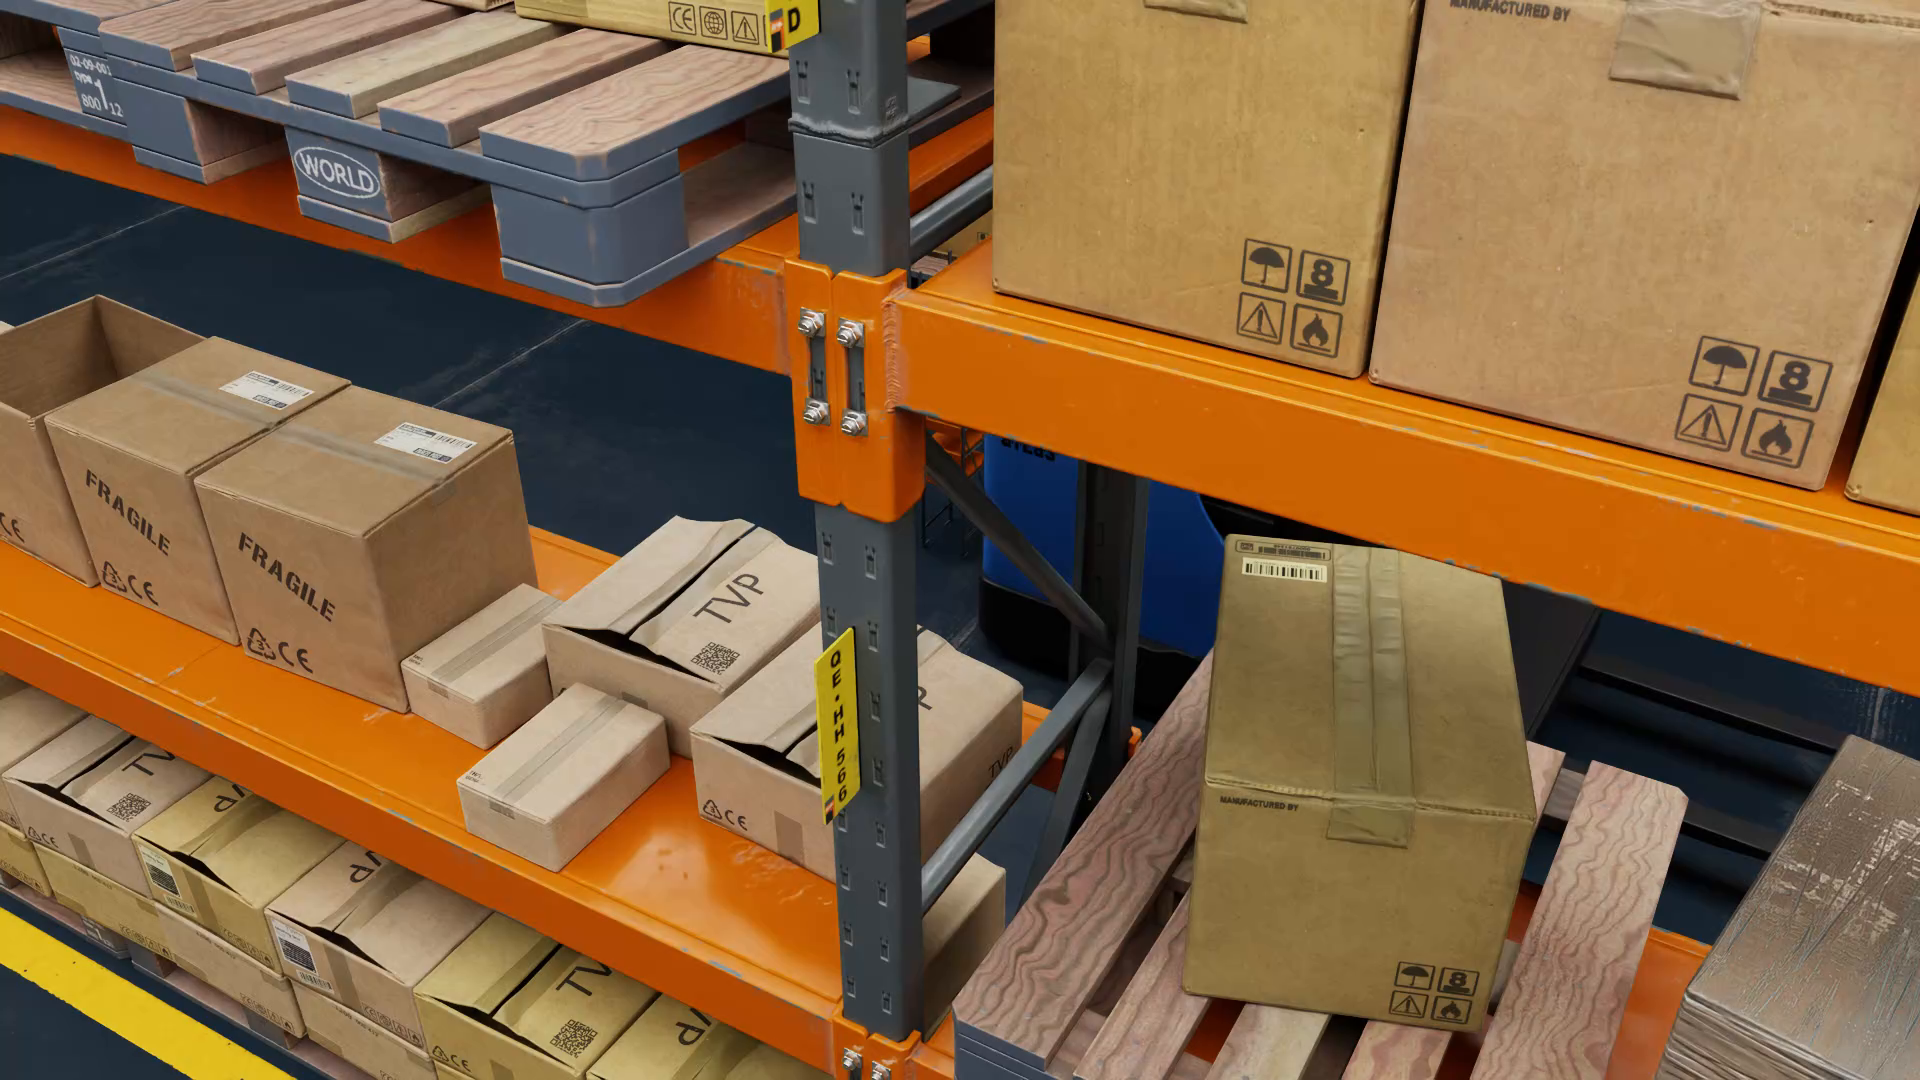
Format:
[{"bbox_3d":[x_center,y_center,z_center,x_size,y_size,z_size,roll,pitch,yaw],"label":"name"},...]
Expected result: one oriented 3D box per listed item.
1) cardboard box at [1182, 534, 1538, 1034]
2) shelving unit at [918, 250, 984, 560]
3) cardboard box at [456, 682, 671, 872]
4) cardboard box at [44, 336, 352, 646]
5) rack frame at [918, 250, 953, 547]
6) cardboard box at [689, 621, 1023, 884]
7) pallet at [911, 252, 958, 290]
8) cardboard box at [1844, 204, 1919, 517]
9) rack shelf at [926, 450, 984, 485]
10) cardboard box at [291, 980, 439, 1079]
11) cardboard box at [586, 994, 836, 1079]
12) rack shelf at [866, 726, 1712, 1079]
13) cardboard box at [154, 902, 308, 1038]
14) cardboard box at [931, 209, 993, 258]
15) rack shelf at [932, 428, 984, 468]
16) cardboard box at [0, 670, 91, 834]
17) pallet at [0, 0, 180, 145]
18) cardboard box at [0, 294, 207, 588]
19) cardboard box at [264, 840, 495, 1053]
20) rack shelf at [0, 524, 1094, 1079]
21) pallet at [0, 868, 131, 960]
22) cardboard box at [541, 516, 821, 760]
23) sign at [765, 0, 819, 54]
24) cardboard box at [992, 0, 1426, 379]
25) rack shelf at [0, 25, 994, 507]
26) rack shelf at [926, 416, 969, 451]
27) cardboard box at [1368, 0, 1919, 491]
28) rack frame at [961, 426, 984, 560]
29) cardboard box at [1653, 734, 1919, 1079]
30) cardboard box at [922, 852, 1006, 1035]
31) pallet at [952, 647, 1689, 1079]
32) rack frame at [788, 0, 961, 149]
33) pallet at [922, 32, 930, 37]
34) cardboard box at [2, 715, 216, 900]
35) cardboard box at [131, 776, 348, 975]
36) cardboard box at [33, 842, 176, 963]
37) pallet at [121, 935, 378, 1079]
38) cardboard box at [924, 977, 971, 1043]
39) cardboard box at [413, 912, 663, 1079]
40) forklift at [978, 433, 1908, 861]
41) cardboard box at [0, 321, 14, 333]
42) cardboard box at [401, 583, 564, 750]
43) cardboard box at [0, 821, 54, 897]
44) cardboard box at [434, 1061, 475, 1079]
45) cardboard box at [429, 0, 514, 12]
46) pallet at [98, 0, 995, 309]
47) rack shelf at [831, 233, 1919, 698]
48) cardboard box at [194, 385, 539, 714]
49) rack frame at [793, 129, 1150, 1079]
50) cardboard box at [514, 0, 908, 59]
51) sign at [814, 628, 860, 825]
[{"bbox_3d":[0.687,0.407,2.963,0.500,0.500,0.700,6,34,9],"label":"cardboard box"},{"bbox_3d":[-0.013,-0.503,6.423,0.189,1.200,0.258,18,37,24],"label":"shelving unit"},{"bbox_3d":[-0.833,0.495,3.527,0.250,0.149,0.380,18,37,24],"label":"cardboard box"},{"bbox_3d":[-1.837,-0.135,4.157,0.500,0.500,0.500,18,38,24],"label":"cardboard box"},{"bbox_3d":[-0.092,-0.529,6.461,0.006,1.200,0.240,18,37,24],"label":"rack frame"},{"bbox_3d":[-0.209,0.421,3.492,0.500,0.311,0.500,20,39,27],"label":"cardboard box"},{"bbox_3d":[-0.257,-1.606,8.972,1.213,0.211,1.003,18,37,24],"label":"pallet"},{"bbox_3d":[1.375,-0.399,1.846,0.500,0.500,0.910,18,37,24],"label":"cardboard box"},{"bbox_3d":[-0.013,-0.267,6.581,0.180,0.103,0.258,18,37,24],"label":"rack shelf"},{"bbox_3d":[-1.377,1.167,4.393,0.500,0.250,0.500,18,38,25],"label":"cardboard box"},{"bbox_3d":[-0.492,1.215,3.815,0.500,0.311,0.500,19,38,26],"label":"cardboard box"},{"bbox_3d":[1.821,1.354,2.659,4.000,0.370,1.077,18,37,24],"label":"rack shelf"},{"bbox_3d":[-1.825,1.027,4.603,0.500,0.250,0.500,18,38,25],"label":"cardboard box"},{"bbox_3d":[0.187,-1.811,8.621,0.500,0.500,0.700,17,37,23],"label":"cardboard box"},{"bbox_3d":[-0.013,-0.367,6.515,0.180,0.103,0.258,18,37,24],"label":"rack shelf"},{"bbox_3d":[-2.721,0.515,4.867,0.500,0.311,0.500,17,37,24],"label":"cardboard box"},{"bbox_3d":[-1.521,-1.115,3.182,1.213,0.211,1.003,19,38,27],"label":"pallet"},{"bbox_3d":[-2.272,-0.273,4.364,0.500,0.500,0.500,20,39,28],"label":"cardboard box"},{"bbox_3d":[-1.383,0.935,4.235,0.500,0.311,0.500,17,37,24],"label":"cardboard box"},{"bbox_3d":[-1.652,0.254,4.311,4.000,0.370,1.077,18,37,24],"label":"rack shelf"},{"bbox_3d":[-2.729,0.749,5.435,1.213,0.211,1.003,18,37,24],"label":"pallet"},{"bbox_3d":[-0.596,0.203,3.820,0.500,0.311,0.500,17,37,24],"label":"cardboard box"},{"bbox_3d":[-0.198,-0.727,1.892,0.005,0.325,0.100,18,37,24],"label":"sign"},{"bbox_3d":[0.480,-0.682,2.271,0.500,0.500,0.910,18,37,24],"label":"cardboard box"},{"bbox_3d":[-1.652,-0.995,3.480,4.000,0.370,1.077,18,37,24],"label":"rack shelf"},{"bbox_3d":[-0.013,-0.466,6.448,0.180,0.103,0.258,18,37,24],"label":"rack shelf"},{"bbox_3d":[0.923,-0.542,2.060,0.500,0.500,0.910,18,37,24],"label":"cardboard box"},{"bbox_3d":[0.067,-0.478,6.386,0.006,1.200,0.240,18,37,24],"label":"rack frame"},{"bbox_3d":[1.387,0.751,2.448,0.500,0.500,0.700,25,41,33],"label":"cardboard box"},{"bbox_3d":[-0.224,0.955,4.205,0.500,0.311,0.500,19,38,26],"label":"cardboard box"},{"bbox_3d":[0.708,0.737,3.110,1.003,0.211,1.213,18,37,24],"label":"pallet"},{"bbox_3d":[0.085,-1.992,1.623,0.127,3.000,1.000,18,37,24],"label":"rack frame"},{"bbox_3d":[-0.342,-2.620,8.152,1.213,0.211,1.003,18,37,24],"label":"pallet"},{"bbox_3d":[-2.271,0.656,4.654,0.500,0.311,0.500,16,37,23],"label":"cardboard box"},{"bbox_3d":[-1.817,0.796,4.444,0.500,0.311,0.500,19,38,26],"label":"cardboard box"},{"bbox_3d":[-2.267,0.887,4.814,0.500,0.250,0.500,16,37,23],"label":"cardboard box"},{"bbox_3d":[-1.666,1.084,4.932,1.213,0.211,1.003,18,37,24],"label":"pallet"},{"bbox_3d":[-0.224,1.189,4.360,0.500,0.250,0.500,17,37,24],"label":"cardboard box"},{"bbox_3d":[-0.947,1.076,4.025,0.500,0.311,0.500,17,37,24],"label":"cardboard box"},{"bbox_3d":[1.586,-0.625,5.045,3.031,2.935,1.130,20,38,27],"label":"forklift"},{"bbox_3d":[-2.939,-0.419,4.808,0.500,0.250,0.500,20,39,27],"label":"cardboard box"},{"bbox_3d":[-1.050,0.286,3.842,0.250,0.149,0.380,21,39,28],"label":"cardboard box"},{"bbox_3d":[-2.718,0.746,5.026,0.500,0.250,0.500,19,38,26],"label":"cardboard box"},{"bbox_3d":[-0.942,1.307,4.183,0.500,0.250,0.500,17,37,24],"label":"cardboard box"},{"bbox_3d":[-0.801,-1.089,2.730,0.500,0.250,0.500,19,38,26],"label":"cardboard box"},{"bbox_3d":[-0.549,-0.809,2.723,1.003,0.211,1.213,19,38,27],"label":"pallet"},{"bbox_3d":[1.821,0.106,1.828,4.000,0.370,1.077,18,37,24],"label":"rack shelf"},{"bbox_3d":[-1.380,0.009,3.939,0.500,0.500,0.500,16,37,22],"label":"cardboard box"},{"bbox_3d":[0.085,0.505,3.286,0.127,3.000,1.000,18,37,24],"label":"rack frame"},{"bbox_3d":[-0.337,-0.954,2.526,0.500,0.250,0.500,15,36,21],"label":"cardboard box"},{"bbox_3d":[-0.188,0.291,2.563,0.005,0.325,0.100,18,37,24],"label":"sign"}]
